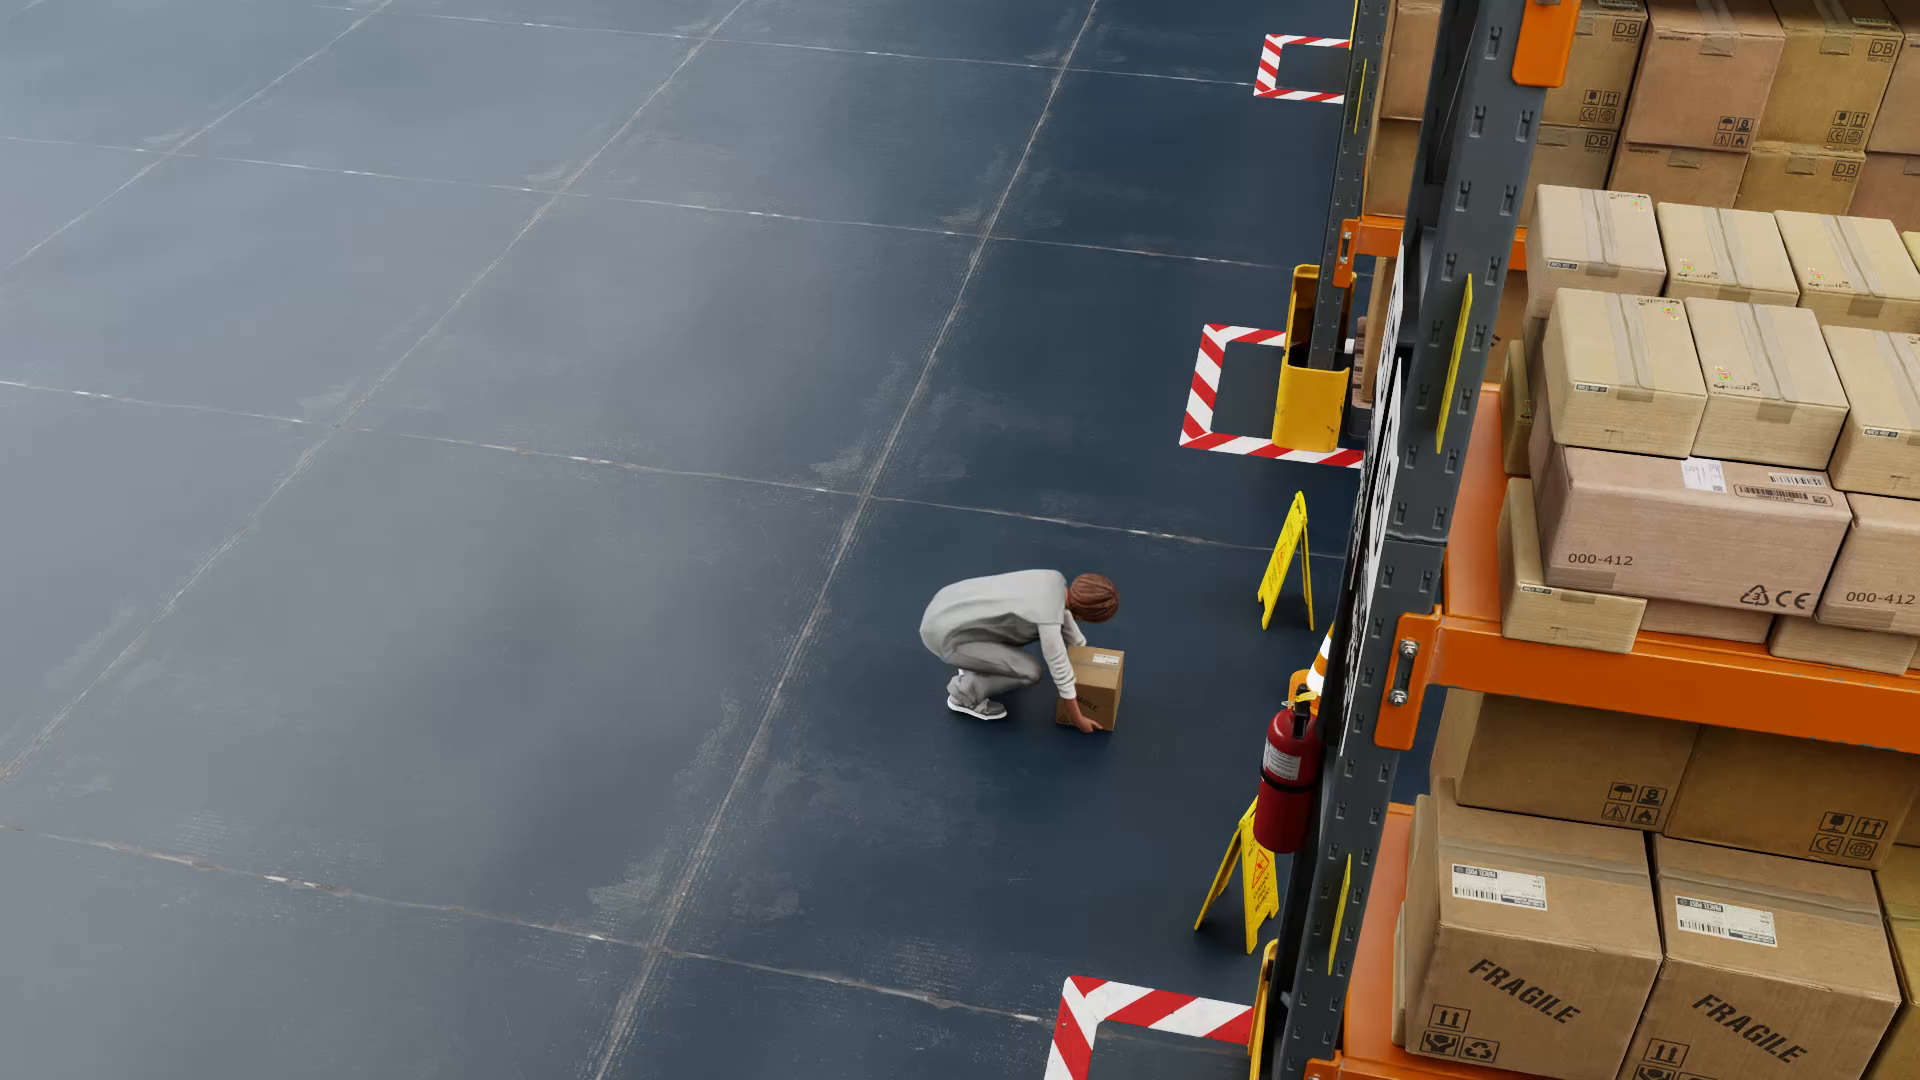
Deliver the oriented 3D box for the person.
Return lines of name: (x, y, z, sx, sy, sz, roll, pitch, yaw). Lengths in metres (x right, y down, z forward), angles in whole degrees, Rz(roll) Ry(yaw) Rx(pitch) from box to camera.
person: (0.249, 0.450, 7.181, 0.839, 0.754, 0.431, 7, 38, 9)
